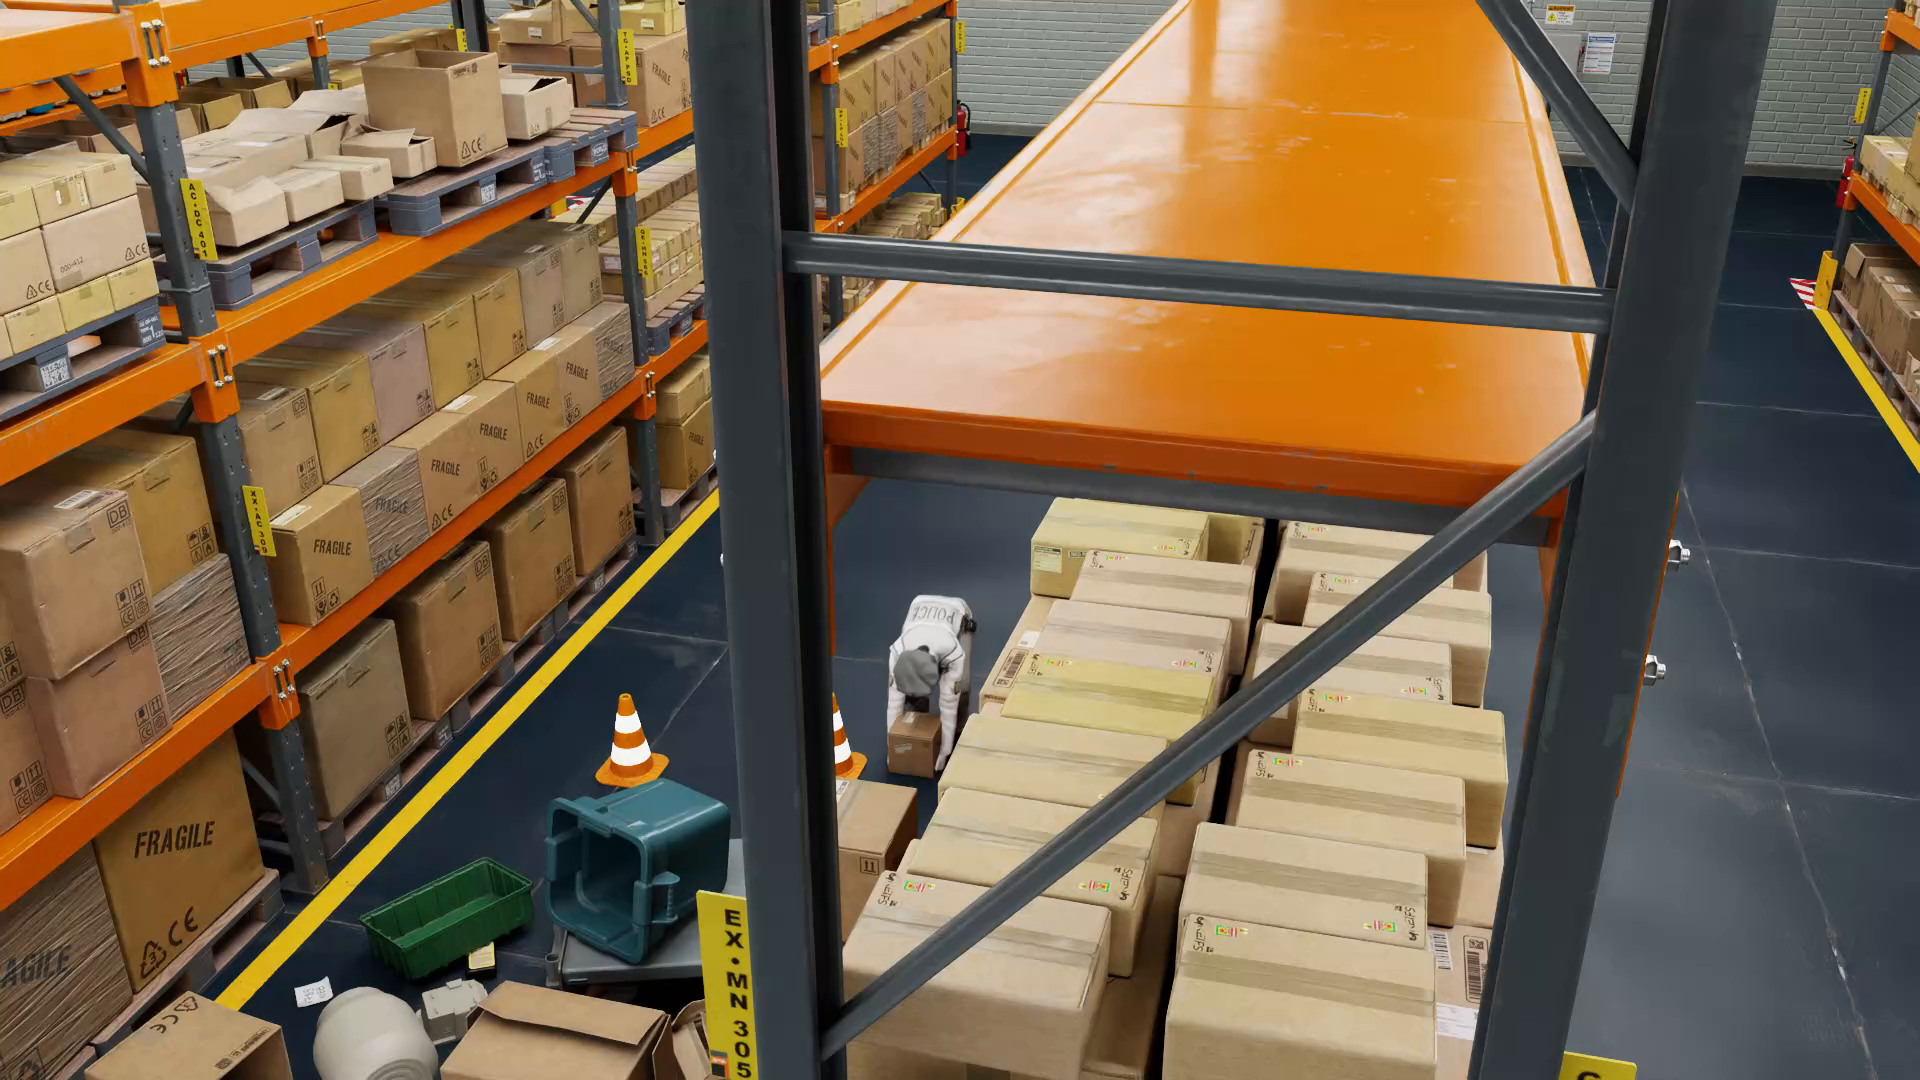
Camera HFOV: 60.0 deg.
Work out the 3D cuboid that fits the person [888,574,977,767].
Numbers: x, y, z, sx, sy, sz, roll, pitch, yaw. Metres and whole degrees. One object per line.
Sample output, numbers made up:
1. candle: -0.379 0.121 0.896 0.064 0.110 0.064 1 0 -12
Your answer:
1. person: -0.162 0.706 9.146 0.464 0.862 0.874 5 26 11
